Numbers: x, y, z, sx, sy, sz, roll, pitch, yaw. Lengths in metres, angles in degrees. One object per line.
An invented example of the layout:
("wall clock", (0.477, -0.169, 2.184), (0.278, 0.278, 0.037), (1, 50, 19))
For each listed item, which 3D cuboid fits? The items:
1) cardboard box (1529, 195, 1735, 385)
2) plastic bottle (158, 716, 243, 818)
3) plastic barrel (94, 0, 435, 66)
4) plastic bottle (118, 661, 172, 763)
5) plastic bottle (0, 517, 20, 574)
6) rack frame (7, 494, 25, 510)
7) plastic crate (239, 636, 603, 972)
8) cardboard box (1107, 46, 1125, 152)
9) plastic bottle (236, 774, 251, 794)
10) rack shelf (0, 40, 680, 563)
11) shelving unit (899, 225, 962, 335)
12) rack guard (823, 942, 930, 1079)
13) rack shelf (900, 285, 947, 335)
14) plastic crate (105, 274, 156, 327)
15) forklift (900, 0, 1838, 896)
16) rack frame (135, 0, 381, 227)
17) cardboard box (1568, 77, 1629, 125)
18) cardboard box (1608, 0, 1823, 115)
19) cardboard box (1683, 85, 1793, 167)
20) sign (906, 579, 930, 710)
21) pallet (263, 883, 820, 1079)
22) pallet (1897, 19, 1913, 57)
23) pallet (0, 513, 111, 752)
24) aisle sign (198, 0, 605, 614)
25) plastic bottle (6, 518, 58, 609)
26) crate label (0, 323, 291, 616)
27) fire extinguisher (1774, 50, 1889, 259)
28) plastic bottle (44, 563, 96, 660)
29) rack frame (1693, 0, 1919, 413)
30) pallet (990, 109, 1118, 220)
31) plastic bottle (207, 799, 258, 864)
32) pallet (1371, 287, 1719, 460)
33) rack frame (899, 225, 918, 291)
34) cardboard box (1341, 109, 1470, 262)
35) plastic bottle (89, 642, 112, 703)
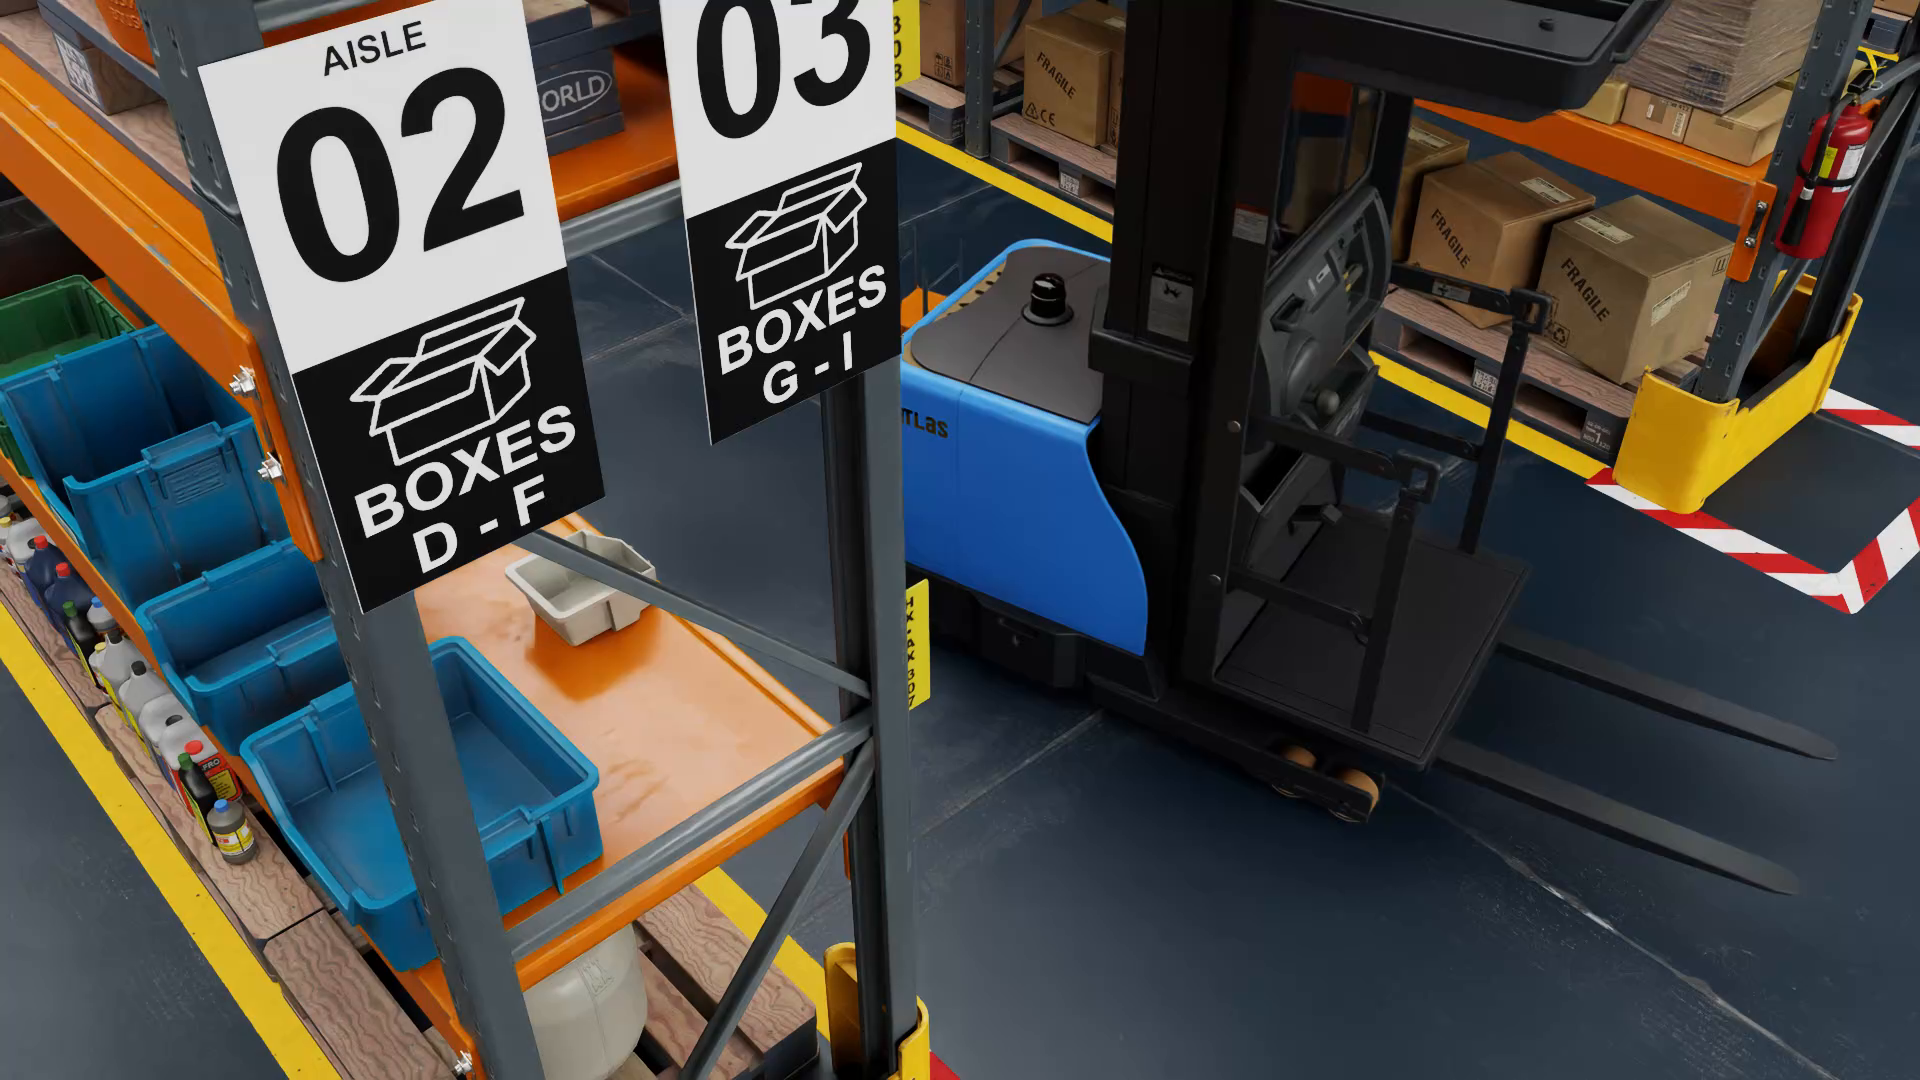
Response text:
("cardboard box", (2.729, -1.028, 6.791), (0.500, 0.500, 0.500), (-21, 44, -24))
("plastic bottle", (-2.225, 0.660, 4.863), (0.152, 0.276, 0.135), (-30, 47, -31))
("plastic barrel", (-0.932, -1.105, 2.167), (0.600, 0.830, 0.708), (-30, 48, -32))
("plastic bottle", (-2.433, 0.492, 5.012), (0.144, 0.351, 0.185), (-28, 47, -30))
("plastic bottle", (-3.253, 0.011, 5.727), (0.097, 0.201, 0.097), (0, 39, 0))
("rack frame", (-3.215, -1.288, 5.457), (1.000, 3.000, 0.127), (-30, 48, -32))
("plastic crate", (-1.068, 0.517, 3.341), (0.499, 0.251, 0.616), (-30, 48, -32))
("cardboard box", (1.068, -2.119, 8.142), (0.500, 0.500, 0.500), (-16, 42, -19))
("plastic bottle", (-2.147, 0.612, 4.917), (0.061, 0.283, 0.133), (-30, 48, -32))
("rack shelf", (-1.862, -1.249, 3.595), (1.077, 0.370, 4.000), (-30, 48, -32))
("shelving unit", (-0.136, -0.511, 5.927), (0.189, 1.200, 0.258), (21, 44, 24))
("rack guard", (-0.595, 1.521, 3.969), (1.175, 0.500, 0.348), (-30, 48, -32))
("rack shelf", (-0.136, -0.756, 5.729), (0.180, 0.103, 0.258), (21, 44, 24))
("plastic crate", (-2.266, -0.833, 5.013), (0.499, 0.251, 0.616), (-30, 48, -32))
("forklift", (1.234, -0.650, 4.722), (3.031, 2.935, 1.130), (21, 44, 24))
("rack frame", (-0.509, -1.770, 1.280), (1.000, 3.000, 0.127), (-30, 48, -32))
("cardboard box", (2.419, -1.698, 6.164), (0.380, 0.149, 0.250), (-30, 48, -32))
("cardboard box", (2.787, -1.962, 5.976), (0.875, 0.500, 0.500), (-30, 48, -32))
("cardboard box", (2.794, -1.488, 5.905), (0.380, 0.149, 0.250), (-30, 48, -32))
("sign", (-0.101, 0.224, 3.365), (0.100, 0.325, 0.005), (-30, 48, -32))
("pallet", (-1.141, 1.255, 4.528), (1.003, 0.211, 1.213), (-30, 48, -32))
("pallet", (6.262, -2.854, 9.616), (1.003, 0.211, 1.213), (-30, 48, -32))
("pallet", (-2.791, 0.126, 5.926), (1.003, 0.211, 1.213), (-30, 48, -32))
("aisle sign", (-0.679, -0.288, 2.151), (0.394, 0.787, 0.004), (-30, 48, -32))
("plastic bottle", (-3.083, 0.072, 5.591), (0.152, 0.276, 0.135), (-28, 47, -30))
("crate label", (-1.953, -0.187, 4.066), (0.502, 0.435, 0.616), (-30, 48, -32))
("fire extinguisher", (2.877, -1.262, 5.487), (0.296, 0.674, 0.183), (-30, 48, -32))
("plastic bottle", (-2.847, 0.209, 5.362), (0.185, 0.351, 0.144), (32, 49, 33))
("rack frame", (3.139, -1.541, 5.771), (1.000, 3.000, 0.127), (-30, 48, -32))
("pallet", (0.914, -2.012, 8.573), (1.003, 0.211, 1.213), (-30, 48, -32))
("plastic bottle", (-2.074, 0.817, 4.728), (0.097, 0.201, 0.097), (0, 39, 0))
("pallet", (2.564, -0.883, 7.175), (1.003, 0.211, 1.213), (-30, 48, -32))
("rack frame", (-0.213, -0.541, 5.965), (0.006, 1.200, 0.240), (21, 44, 24))
("cardboard box", (1.890, -1.588, 7.484), (0.500, 0.500, 0.500), (-25, 45, -28))
("plastic bottle", (-2.672, 0.408, 5.235), (0.097, 0.201, 0.097), (0, 39, 0))
